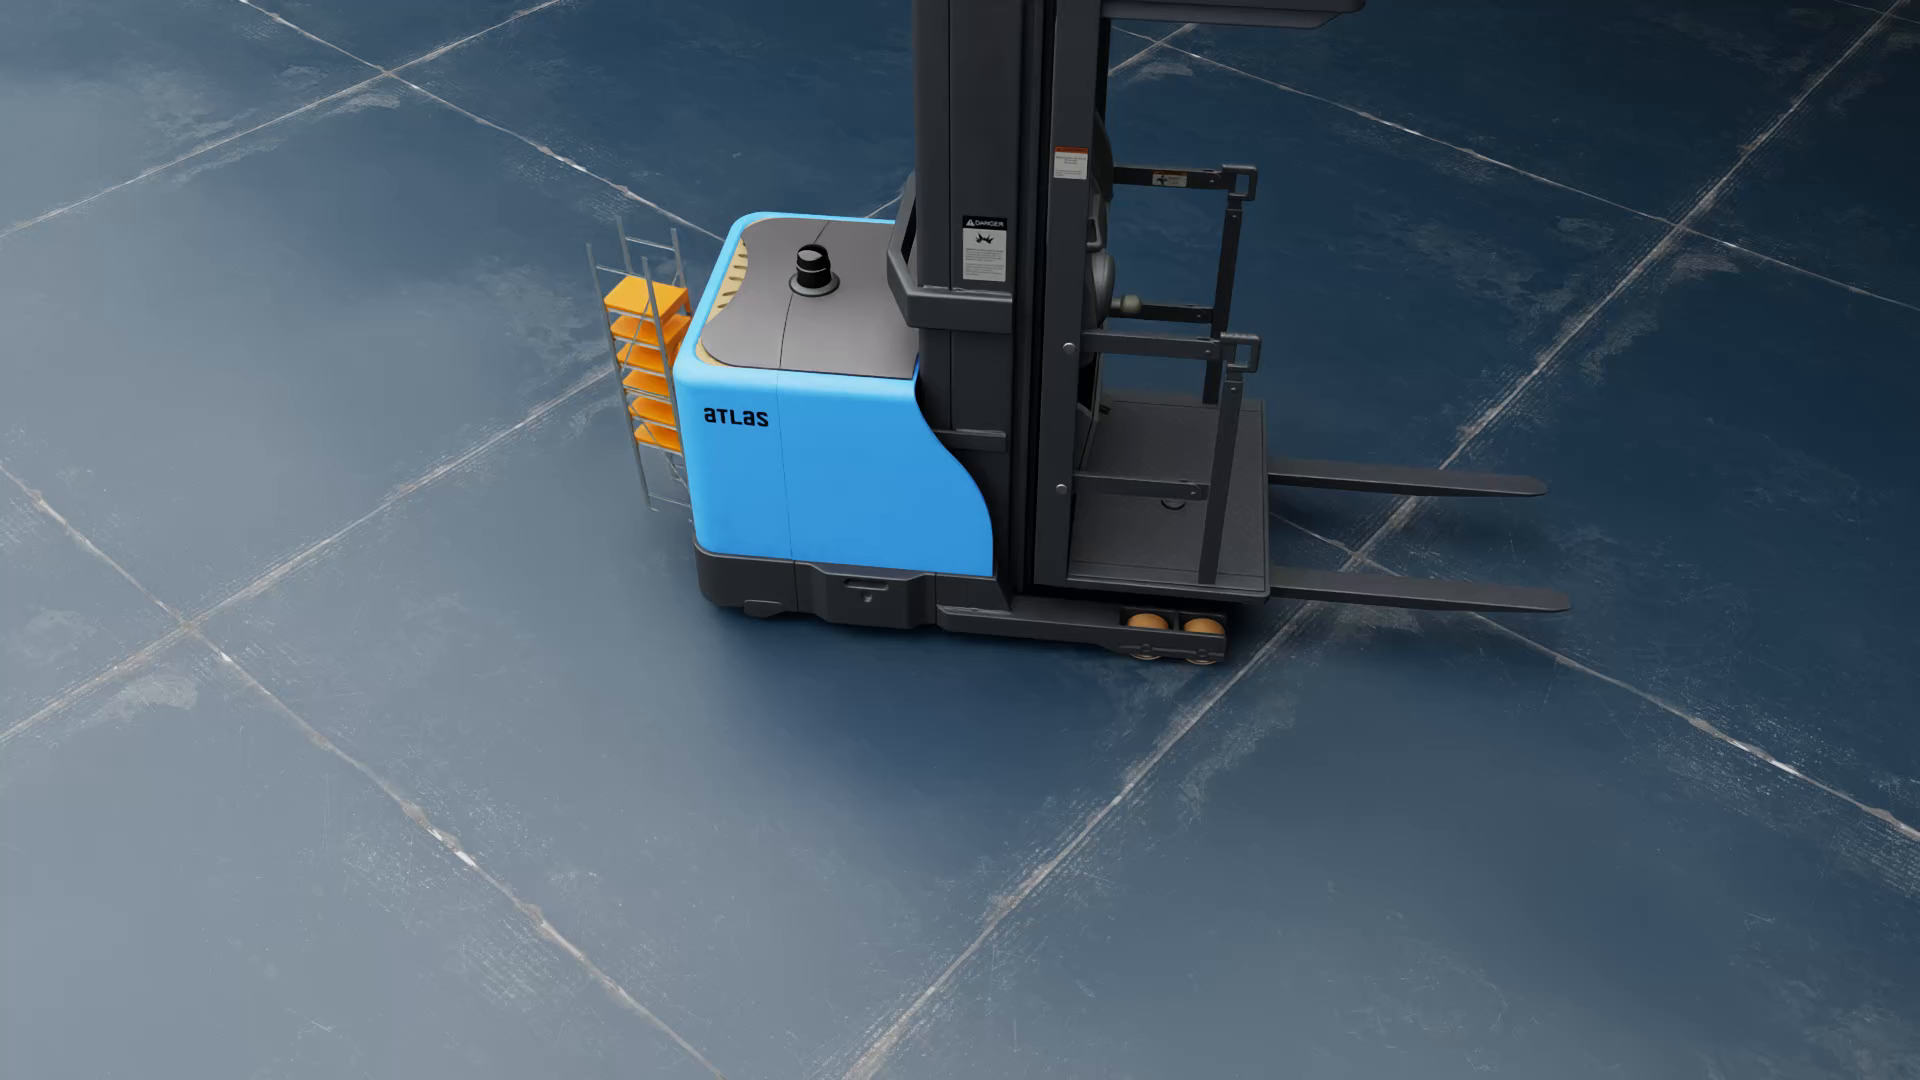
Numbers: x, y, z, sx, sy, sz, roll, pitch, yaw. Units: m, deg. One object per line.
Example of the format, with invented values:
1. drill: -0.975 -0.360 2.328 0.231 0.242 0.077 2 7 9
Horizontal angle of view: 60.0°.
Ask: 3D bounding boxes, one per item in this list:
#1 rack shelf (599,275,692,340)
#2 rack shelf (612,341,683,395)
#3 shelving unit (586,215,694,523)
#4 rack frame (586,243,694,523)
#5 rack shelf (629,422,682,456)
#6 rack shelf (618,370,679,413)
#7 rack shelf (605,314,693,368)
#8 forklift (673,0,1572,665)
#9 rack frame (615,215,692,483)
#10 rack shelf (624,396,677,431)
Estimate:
1. rack shelf: -1.091 -0.811 5.771 0.258 0.103 0.180 16 47 19
2. rack shelf: -1.082 -0.638 5.937 0.258 0.103 0.180 16 47 19
3. shelving unit: -1.079 -0.583 5.989 0.258 1.200 0.189 16 47 19
4. rack frame: -1.116 -0.524 5.929 0.240 1.200 0.006 16 47 19
5. rack shelf: -1.067 -0.377 6.185 0.258 0.103 0.180 16 47 19
6. rack shelf: -1.077 -0.551 6.019 0.258 0.103 0.180 16 47 19
7. rack shelf: -1.086 -0.724 5.854 0.258 0.103 0.180 16 47 19
8. forklift: 0.622 -1.033 5.207 3.031 2.935 1.130 5 42 5
9. rack frame: -1.041 -0.641 6.048 0.240 1.200 0.006 16 47 19
10. rack shelf: -1.072 -0.464 6.102 0.258 0.103 0.180 16 47 19
